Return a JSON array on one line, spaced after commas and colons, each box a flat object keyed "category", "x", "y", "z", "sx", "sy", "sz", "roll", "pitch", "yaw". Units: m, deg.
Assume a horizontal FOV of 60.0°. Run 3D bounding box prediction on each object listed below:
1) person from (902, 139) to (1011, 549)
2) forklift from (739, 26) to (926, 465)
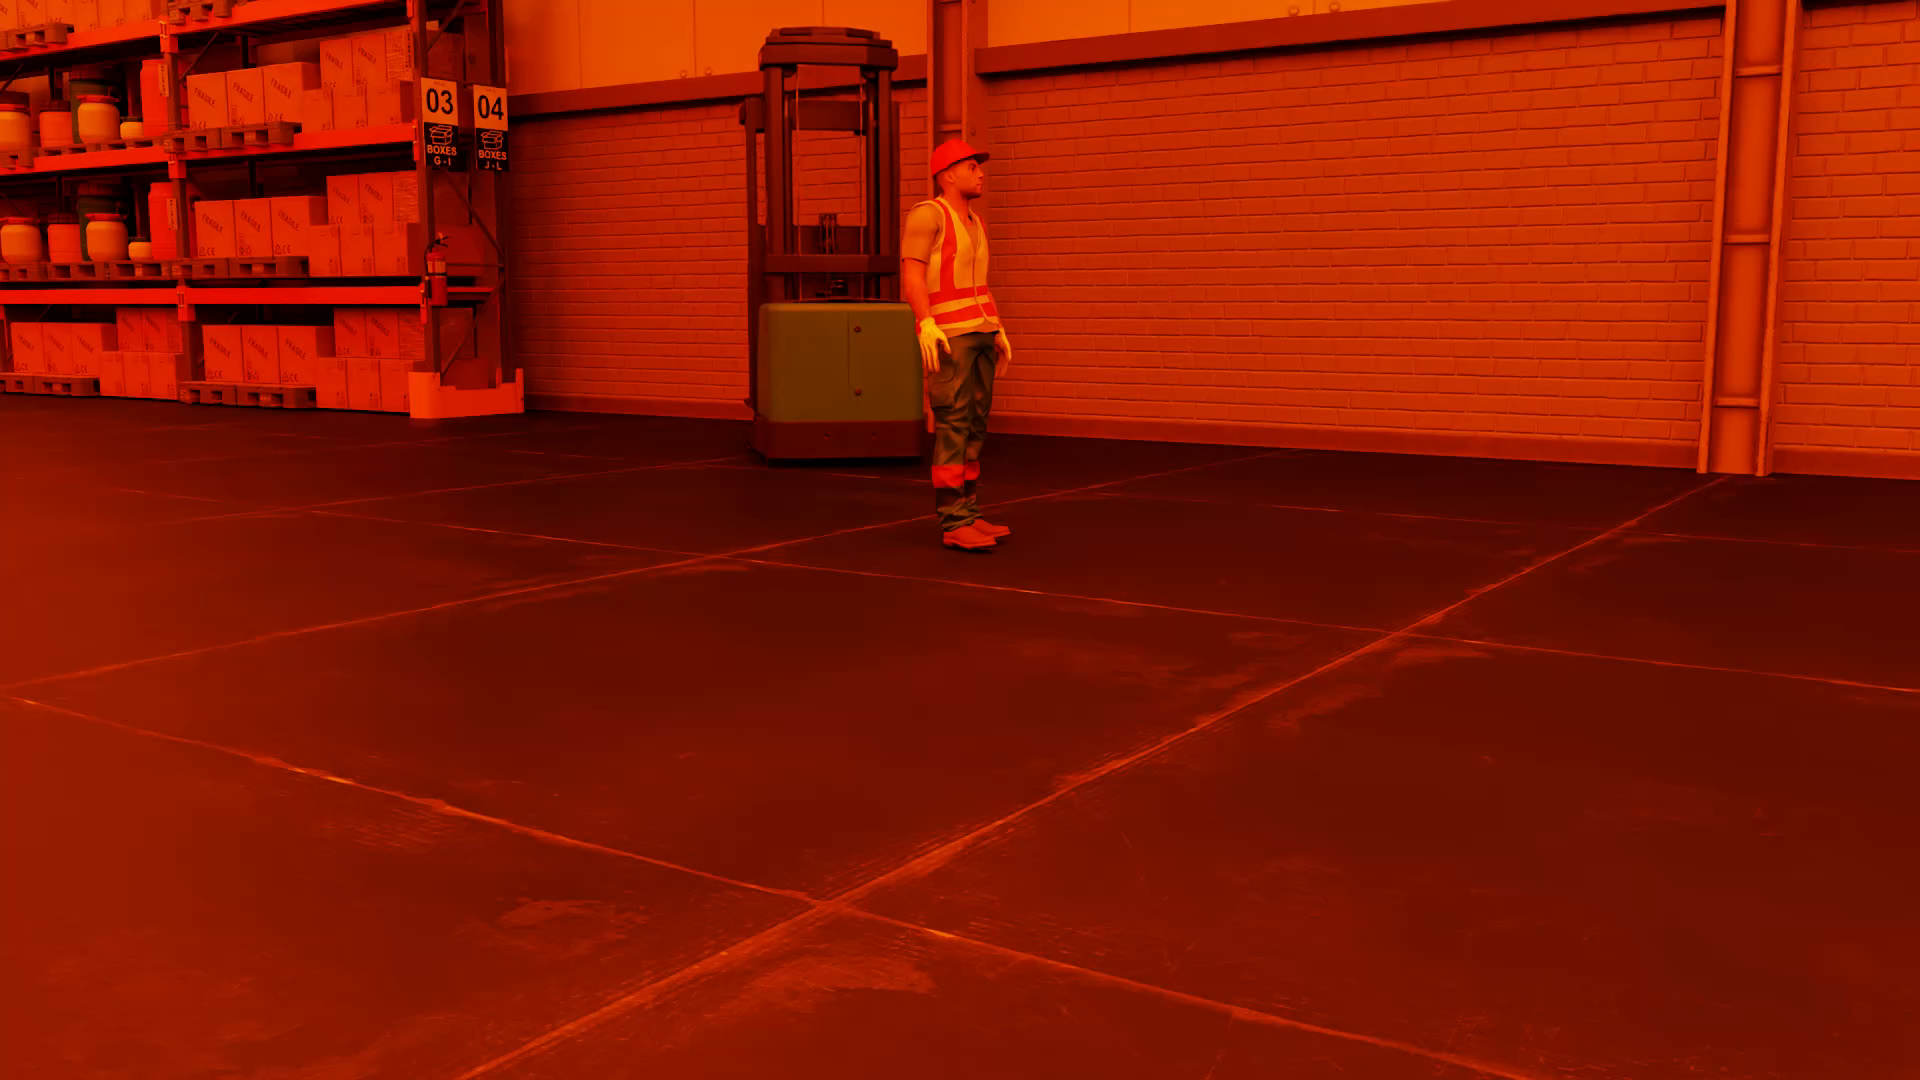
[{"category": "person", "x": 0.059, "y": -0.885, "z": 7.422, "sx": 0.564, "sy": 1.787, "sz": 0.637, "roll": 5, "pitch": 10, "yaw": 34}, {"category": "forklift", "x": -1.020, "y": -2.126, "z": 12.147, "sx": 1.130, "sy": 2.935, "sz": 3.031, "roll": -2, "pitch": 8, "yaw": -11}]
